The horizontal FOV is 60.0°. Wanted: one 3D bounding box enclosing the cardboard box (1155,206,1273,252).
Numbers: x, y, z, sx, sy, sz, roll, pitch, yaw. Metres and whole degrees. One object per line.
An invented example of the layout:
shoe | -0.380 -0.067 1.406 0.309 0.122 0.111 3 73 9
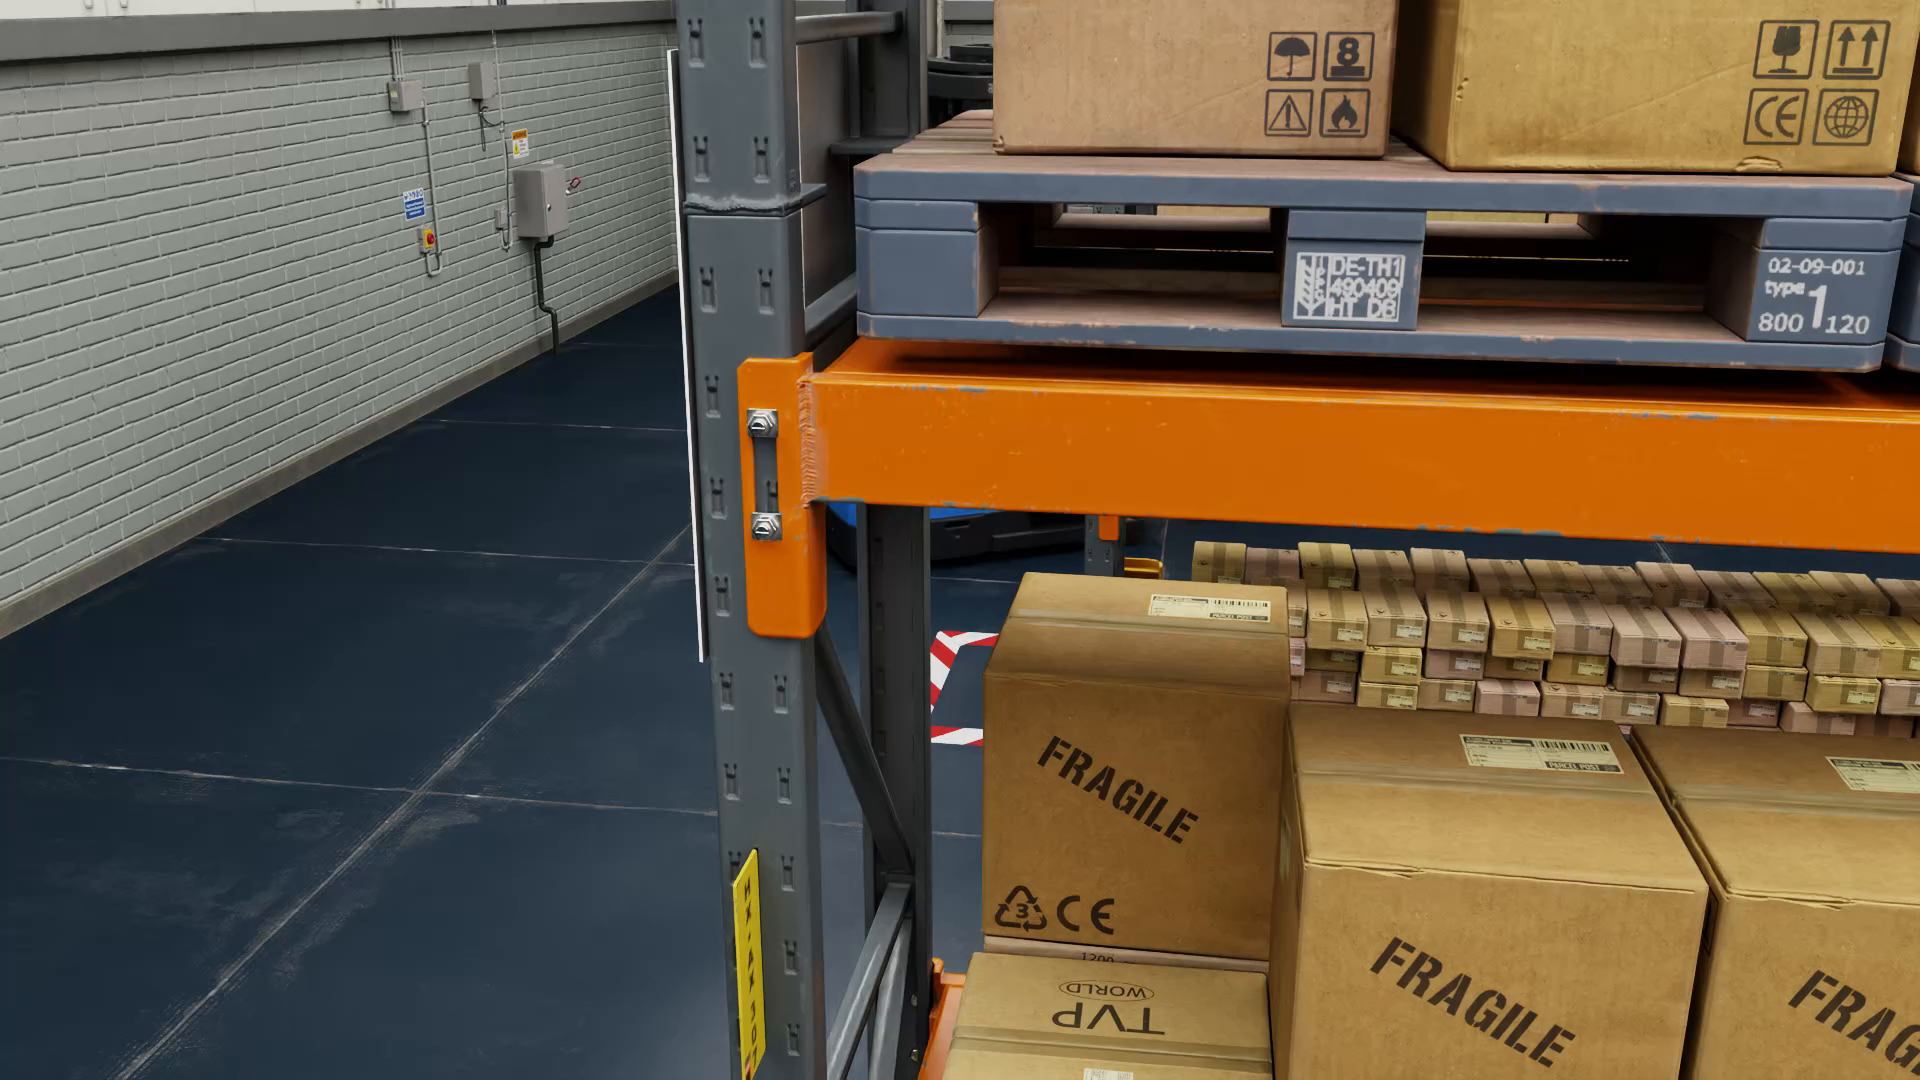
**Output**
cardboard box | 1.091 -1.235 7.064 0.500 0.500 0.500 3 19 8

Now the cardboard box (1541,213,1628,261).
cardboard box | 2.603 -1.154 6.821 0.500 0.500 0.500 2 19 7

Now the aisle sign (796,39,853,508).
aisle sign | -0.221 -0.459 2.852 0.004 0.787 0.394 3 19 9

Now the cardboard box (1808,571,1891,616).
cardboard box | 4.069 0.280 7.634 0.250 0.149 0.380 4 19 11

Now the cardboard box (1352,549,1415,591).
cardboard box | 2.013 0.177 7.940 0.250 0.149 0.380 2 19 6

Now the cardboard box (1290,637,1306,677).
cardboard box | 1.427 0.472 7.527 0.250 0.149 0.380 3 19 8

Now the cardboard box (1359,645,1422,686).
cardboard box | 1.919 0.504 7.433 0.250 0.149 0.380 4 19 10

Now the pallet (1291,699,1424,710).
pallet | 1.561 0.700 7.877 1.213 0.211 1.003 3 19 9

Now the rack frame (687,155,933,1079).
rack frame | -0.197 0.871 2.973 0.127 3.000 1.000 3 19 9

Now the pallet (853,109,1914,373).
pallet | 0.537 -0.475 2.409 1.213 0.211 1.003 3 19 9

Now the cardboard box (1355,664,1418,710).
cardboard box | 1.909 0.647 7.474 0.250 0.149 0.380 3 19 9

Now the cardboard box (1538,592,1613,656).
cardboard box | 2.719 0.368 7.368 0.250 0.149 0.380 3 19 9

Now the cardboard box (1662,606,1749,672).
cardboard box | 3.215 0.425 7.199 0.250 0.149 0.380 2 19 6

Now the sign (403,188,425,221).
sign | -4.264 -2.626 12.999 0.001 0.218 0.327 3 19 9

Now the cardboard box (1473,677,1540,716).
cardboard box | 2.408 0.670 7.406 0.250 0.149 0.380 2 19 6

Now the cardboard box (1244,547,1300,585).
cardboard box | 1.491 0.171 7.959 0.250 0.149 0.380 3 19 10

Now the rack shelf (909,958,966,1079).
rack shelf | 1.778 1.313 2.786 4.000 0.370 1.077 3 19 9

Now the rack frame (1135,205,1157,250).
rack frame | 1.375 -2.234 12.251 0.127 3.000 1.000 3 19 9

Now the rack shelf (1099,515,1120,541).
rack shelf | 2.664 -0.236 7.415 4.000 0.370 1.077 3 19 9

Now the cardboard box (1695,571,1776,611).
cardboard box | 3.550 0.276 7.644 0.250 0.149 0.380 2 19 7

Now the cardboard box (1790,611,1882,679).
cardboard box | 3.741 0.447 7.133 0.250 0.149 0.380 3 19 8

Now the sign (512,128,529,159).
sign | -3.932 -3.546 14.871 0.001 0.242 0.339 3 19 9

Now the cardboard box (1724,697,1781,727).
cardboard box | 3.442 0.680 7.376 0.250 0.149 0.380 2 19 7

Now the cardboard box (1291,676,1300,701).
cardboard box | 1.427 0.589 7.646 0.250 0.149 0.380 3 19 8

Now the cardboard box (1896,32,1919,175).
cardboard box | 1.379 -0.759 2.140 0.500 0.500 0.700 2 19 5

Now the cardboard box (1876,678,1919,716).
cardboard box | 4.008 0.609 7.117 0.250 0.149 0.380 2 19 6

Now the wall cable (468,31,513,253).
wall cable | -3.983 -3.437 14.246 0.122 1.984 0.588 3 19 9

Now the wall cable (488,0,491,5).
wall cable | -4.164 -5.512 12.595 0.029 3.000 2.355 3 19 9

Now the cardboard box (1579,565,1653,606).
cardboard box | 3.030 0.250 7.722 0.250 0.149 0.380 2 19 6

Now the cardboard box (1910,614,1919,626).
cardboard box | 4.246 0.458 7.101 0.250 0.149 0.380 3 19 10

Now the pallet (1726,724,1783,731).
pallet | 3.970 0.823 7.510 1.213 0.211 1.003 3 19 9

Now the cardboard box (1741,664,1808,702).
cardboard box | 3.509 0.558 7.270 0.250 0.149 0.380 3 19 9

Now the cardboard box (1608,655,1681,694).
cardboard box | 2.993 0.531 7.350 0.250 0.149 0.380 2 19 6

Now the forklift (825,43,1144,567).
forklift | 0.595 -1.486 10.126 3.031 2.935 1.130 -7 20 -21

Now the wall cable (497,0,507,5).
wall cable | -3.685 -6.401 15.192 0.133 3.039 2.988 3 19 9

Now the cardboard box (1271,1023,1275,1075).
cardboard box | 0.824 0.768 3.048 0.500 0.250 0.500 3 19 8

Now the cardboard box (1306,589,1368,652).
cardboard box | 1.673 0.355 7.409 0.250 0.149 0.380 3 19 9

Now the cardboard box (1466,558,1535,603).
cardboard box | 2.529 0.221 7.809 0.250 0.149 0.380 2 19 7

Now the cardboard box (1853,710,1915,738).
cardboard box | 3.954 0.724 7.243 0.250 0.149 0.380 3 19 10

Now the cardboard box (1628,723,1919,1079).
cardboard box | 1.240 0.604 2.358 0.500 0.500 0.500 2 19 7

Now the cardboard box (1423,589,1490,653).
cardboard box | 2.203 0.358 7.399 0.250 0.149 0.380 4 19 11

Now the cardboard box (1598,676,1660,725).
cardboard box | 2.929 0.677 7.383 0.250 0.149 0.380 3 19 10

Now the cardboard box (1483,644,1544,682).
cardboard box | 2.471 0.488 7.480 0.250 0.149 0.380 4 19 11

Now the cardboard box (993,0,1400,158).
cardboard box | 0.325 -0.836 2.370 0.500 0.500 0.700 2 19 5
